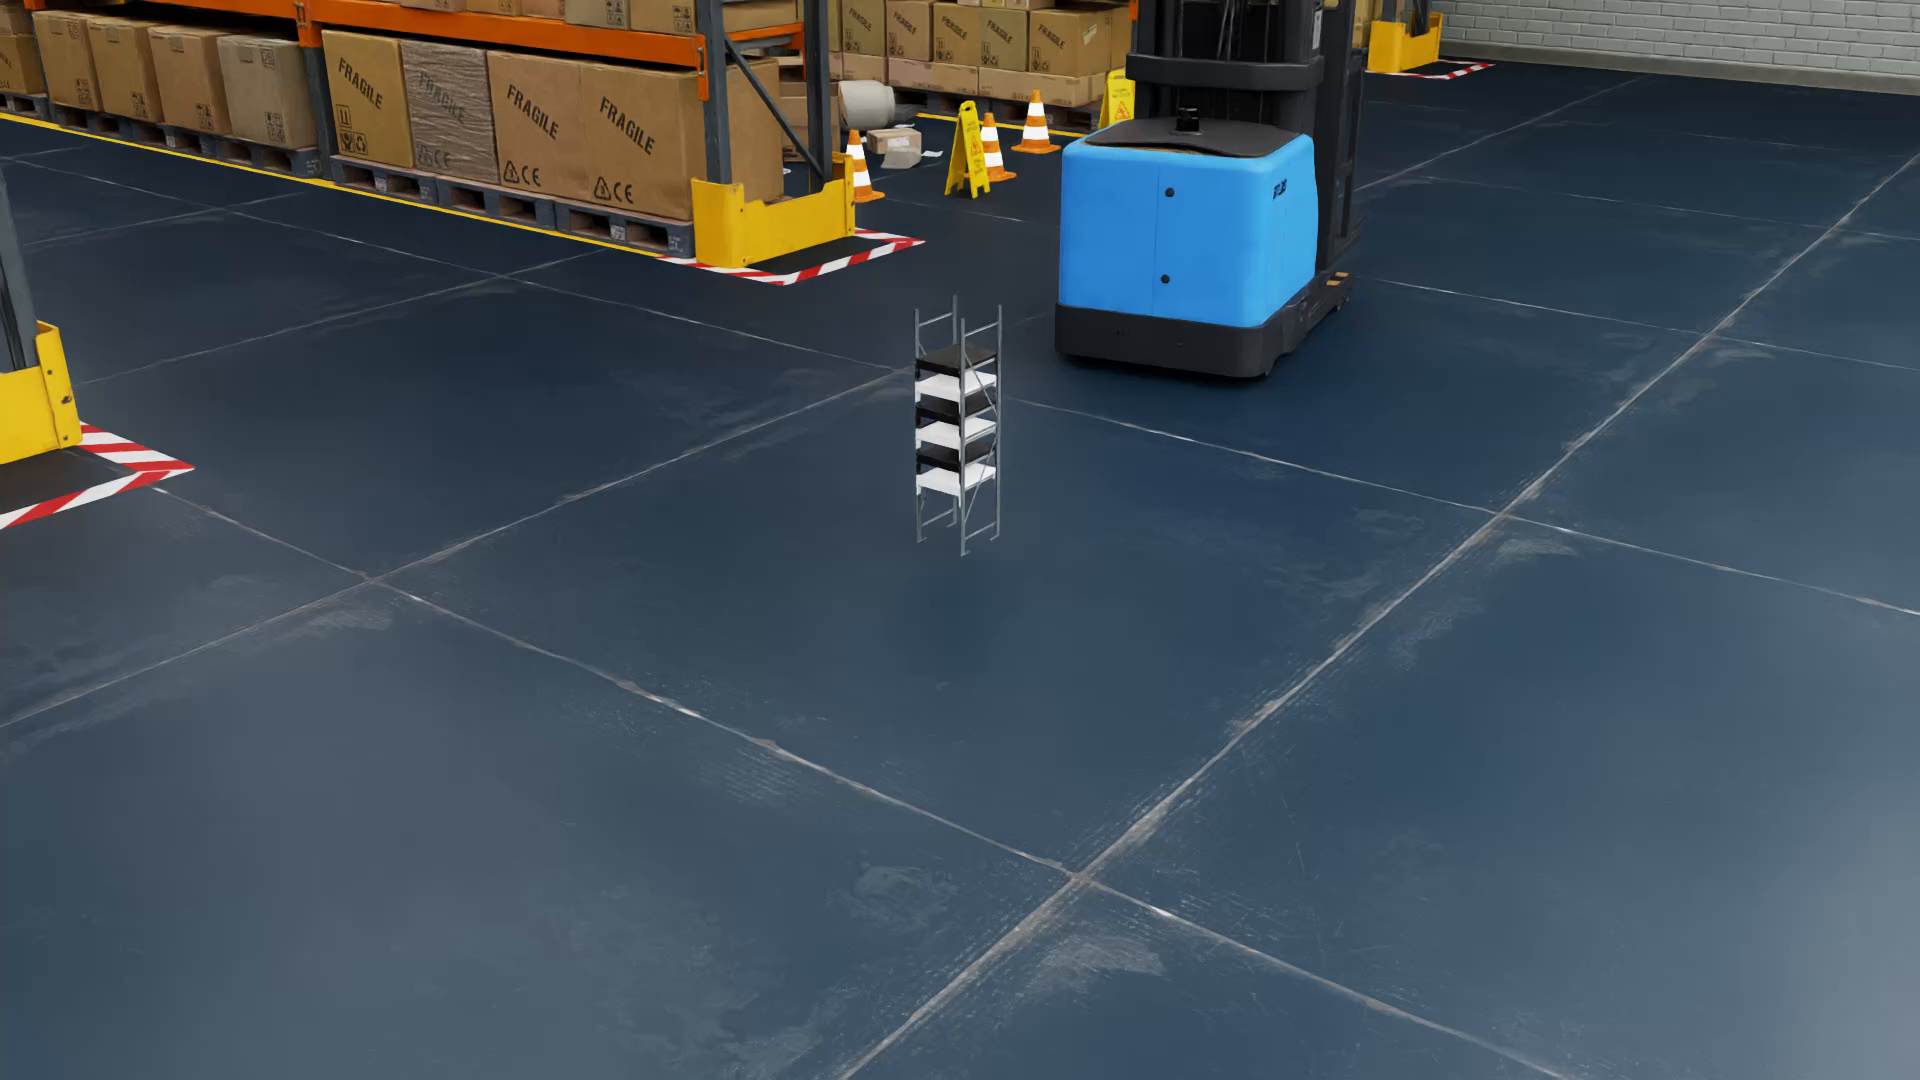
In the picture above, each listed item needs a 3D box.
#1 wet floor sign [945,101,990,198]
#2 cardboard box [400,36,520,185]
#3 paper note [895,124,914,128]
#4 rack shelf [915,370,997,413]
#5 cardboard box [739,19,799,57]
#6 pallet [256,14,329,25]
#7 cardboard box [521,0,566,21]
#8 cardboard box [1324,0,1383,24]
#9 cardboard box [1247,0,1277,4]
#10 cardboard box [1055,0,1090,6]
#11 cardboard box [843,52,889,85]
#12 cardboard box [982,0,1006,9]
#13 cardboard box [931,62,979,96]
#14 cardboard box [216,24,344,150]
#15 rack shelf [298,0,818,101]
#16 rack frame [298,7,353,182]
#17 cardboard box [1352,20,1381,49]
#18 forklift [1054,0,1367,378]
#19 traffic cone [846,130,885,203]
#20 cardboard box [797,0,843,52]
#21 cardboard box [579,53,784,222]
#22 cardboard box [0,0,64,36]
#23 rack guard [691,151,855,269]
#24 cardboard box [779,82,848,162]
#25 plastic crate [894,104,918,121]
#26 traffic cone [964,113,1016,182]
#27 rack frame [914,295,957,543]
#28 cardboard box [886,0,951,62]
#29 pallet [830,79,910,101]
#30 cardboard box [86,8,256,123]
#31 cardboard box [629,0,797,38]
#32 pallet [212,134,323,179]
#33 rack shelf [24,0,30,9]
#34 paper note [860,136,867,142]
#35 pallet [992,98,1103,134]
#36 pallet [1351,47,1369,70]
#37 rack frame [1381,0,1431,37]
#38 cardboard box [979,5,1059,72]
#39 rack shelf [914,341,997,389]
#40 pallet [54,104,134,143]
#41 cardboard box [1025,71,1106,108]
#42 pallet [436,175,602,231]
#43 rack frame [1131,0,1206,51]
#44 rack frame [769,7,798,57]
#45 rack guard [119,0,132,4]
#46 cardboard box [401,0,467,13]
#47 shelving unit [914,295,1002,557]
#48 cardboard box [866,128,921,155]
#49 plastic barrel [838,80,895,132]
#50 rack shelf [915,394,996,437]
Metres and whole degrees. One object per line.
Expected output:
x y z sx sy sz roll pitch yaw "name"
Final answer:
0.053 -2.769 11.735 0.232 0.644 0.267 12 26 24 "wet floor sign"
-3.174 -3.010 11.477 0.875 0.875 0.875 17 29 34 "cardboard box"
-0.479 -3.573 14.322 0.148 0.019 0.142 7 25 15 "paper note"
-0.006 -0.548 6.014 0.200 0.077 0.258 17 29 33 "rack shelf"
-1.892 -4.919 16.433 0.625 0.372 0.950 17 29 34 "cardboard box"
-8.434 -6.671 21.129 1.213 0.211 1.003 17 29 33 "pallet"
-2.308 -3.660 10.651 0.550 0.550 0.875 17 29 33 "cardboard box"
4.127 -5.618 17.550 0.500 0.250 0.500 16 29 33 "cardboard box"
3.306 -5.861 18.101 0.500 0.250 0.500 16 28 32 "cardboard box"
0.810 -4.528 14.766 0.500 0.500 0.500 16 28 31 "cardboard box"
-0.727 -4.382 15.365 0.500 0.250 0.500 19 30 36 "cardboard box"
0.399 -4.649 14.235 0.250 0.149 0.380 17 29 34 "cardboard box"
0.090 -4.131 14.796 0.500 0.250 0.500 16 28 31 "cardboard box"
-4.909 -3.466 12.665 0.750 0.750 1.050 17 29 33 "cardboard box"
-2.758 -3.369 11.069 4.000 0.370 1.077 17 29 33 "rack shelf"
-4.359 -4.182 12.021 0.127 3.000 1.000 17 29 33 "rack frame"
4.139 -5.384 17.639 0.500 0.250 0.500 17 29 34 "cardboard box"
1.554 -2.664 8.662 1.130 2.935 3.031 11 26 23 "forklift"
-0.731 -2.640 11.669 0.334 0.463 0.336 17 29 33 "traffic cone"
-1.161 -4.851 15.498 0.500 0.500 0.500 18 30 36 "cardboard box"
-1.740 -2.577 10.493 0.875 0.875 0.875 17 29 34 "cardboard box"
-8.264 -4.621 14.668 0.500 0.250 0.500 16 28 32 "cardboard box"
-1.139 -2.065 10.317 0.348 0.500 1.175 17 29 33 "rack guard"
-1.194 -3.302 13.120 0.637 0.503 0.797 -1 24 -3 "cardboard box"
-0.706 -3.823 14.828 0.583 0.080 0.402 7 25 15 "plastic crate"
0.219 -2.923 12.310 0.334 0.463 0.336 17 29 33 "traffic cone"
-0.088 -0.438 6.129 0.006 0.900 0.240 17 29 33 "rack frame"
-0.311 -4.599 14.927 0.500 0.500 0.500 19 30 36 "cardboard box"
-0.912 -4.376 15.921 1.213 0.211 1.003 17 29 33 "pallet"
-6.424 -3.925 13.708 0.750 0.750 1.050 17 29 34 "cardboard box"
-1.482 -3.358 9.966 0.550 0.550 0.875 17 29 33 "cardboard box"
-5.021 -3.068 12.952 1.213 0.211 1.003 17 29 33 "pallet"
-9.160 -5.304 15.459 4.000 0.370 1.077 17 29 33 "rack shelf"
-0.810 -3.312 13.744 0.148 0.019 0.142 -15 28 -30 "paper note"
1.040 -3.786 14.582 1.213 0.211 1.003 17 29 33 "pallet"
4.067 -5.334 18.094 1.213 0.211 1.003 17 29 33 "pallet"
4.704 -6.439 17.143 0.127 3.000 1.000 17 29 33 "rack frame"
0.513 -4.348 14.357 0.500 0.500 0.500 18 30 35 "cardboard box"
-0.006 -0.630 5.978 0.200 0.077 0.258 17 29 33 "rack shelf"
-6.974 -3.658 14.291 1.213 0.211 1.003 17 29 33 "pallet"
0.903 -3.885 14.236 0.500 0.250 0.500 17 29 33 "cardboard box"
-2.817 -2.402 11.440 1.213 0.211 1.003 17 29 33 "pallet"
1.730 -4.836 13.506 0.127 3.000 1.000 17 29 33 "rack frame"
-1.471 -5.803 15.701 0.127 3.000 1.000 17 29 33 "rack frame"
-11.092 -7.567 22.805 0.348 0.500 1.175 17 29 33 "rack guard"
-3.241 -3.871 11.129 0.550 0.550 0.875 17 29 33 "cardboard box"
-0.006 -0.414 6.073 0.210 0.900 0.258 17 29 33 "shelving unit"
-0.530 -3.197 13.321 0.380 0.149 0.250 -10 26 -21 "cardboard box"
-0.831 -3.668 14.050 0.512 0.421 0.421 -5 24 -12 "plastic barrel"
-0.006 -0.466 6.050 0.200 0.077 0.258 17 29 33 "rack shelf"
